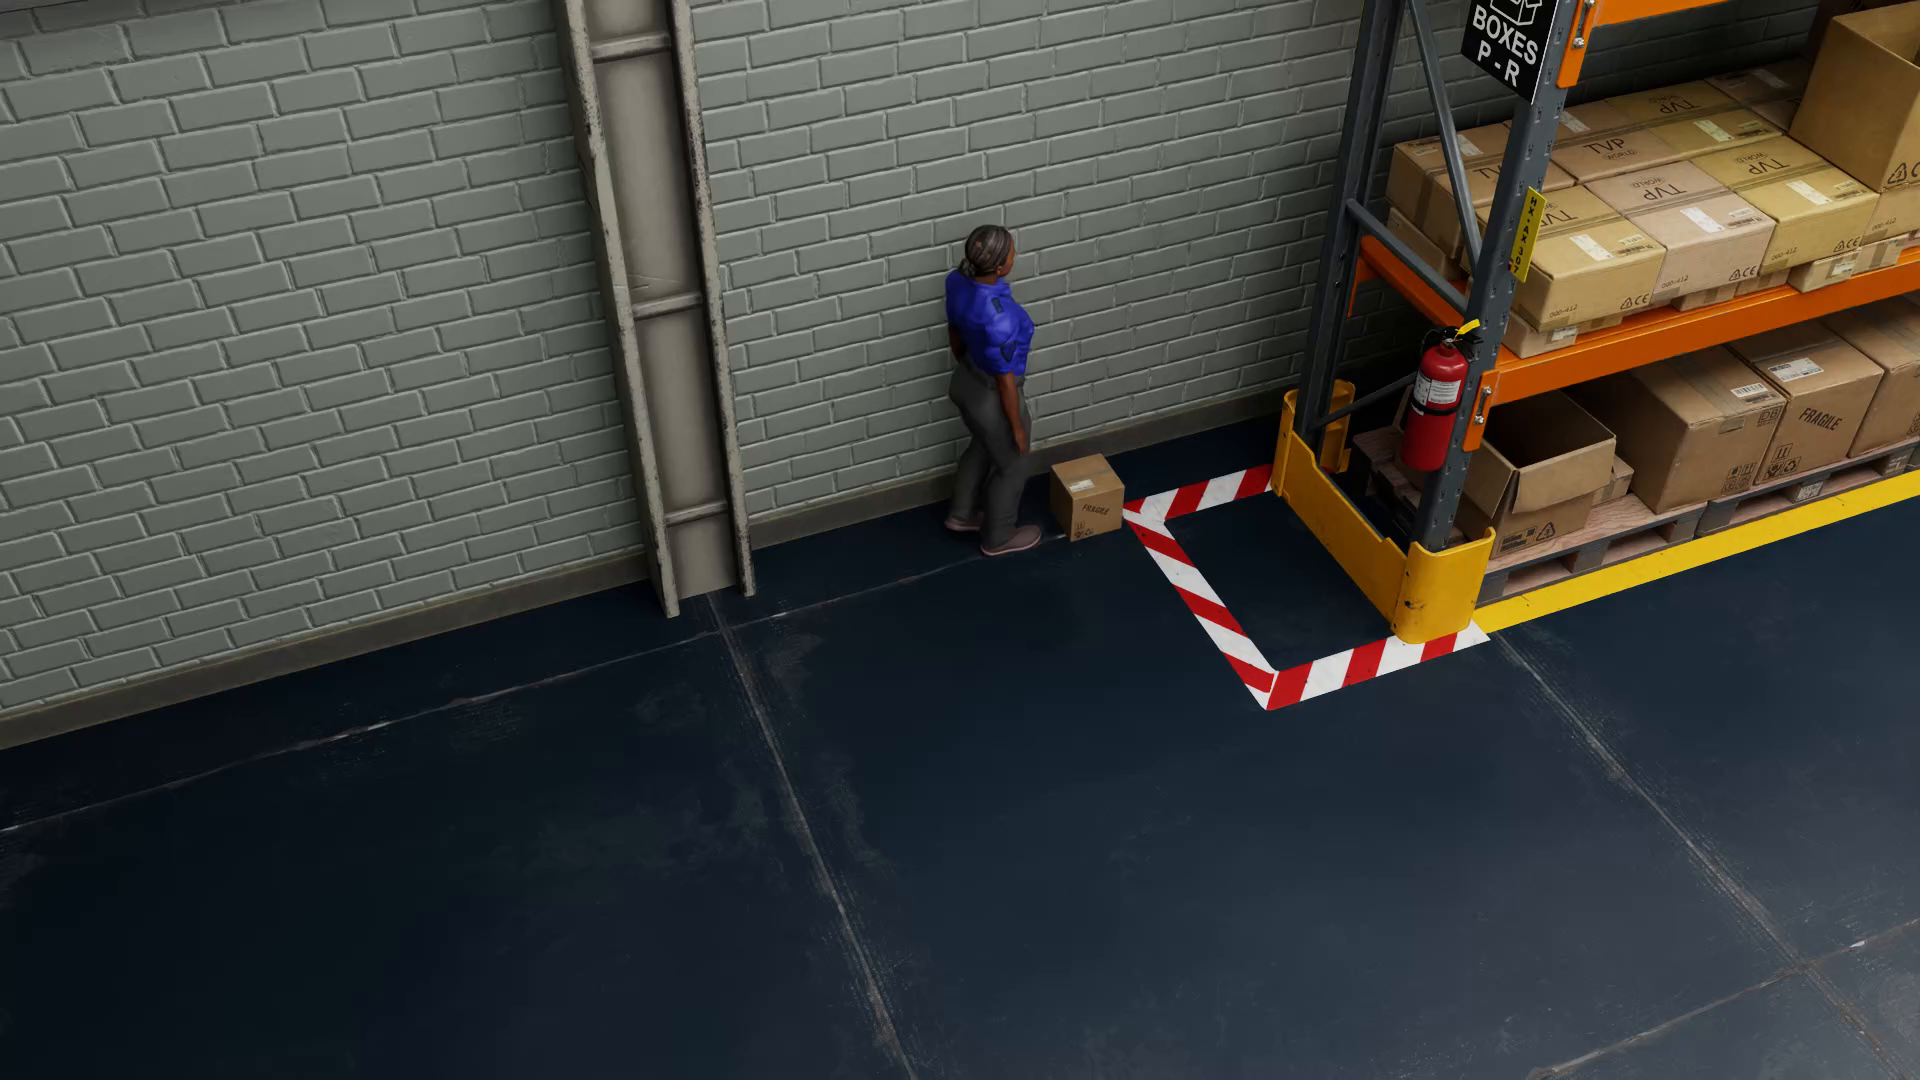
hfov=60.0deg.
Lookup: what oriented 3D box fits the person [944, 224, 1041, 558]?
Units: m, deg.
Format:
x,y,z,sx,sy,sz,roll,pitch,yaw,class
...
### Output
x,y,z,sx,sy,sz,roll,pitch,yaw,class
0.159,-0.581,6.842,0.406,1.695,0.484,-20,46,-21,person
